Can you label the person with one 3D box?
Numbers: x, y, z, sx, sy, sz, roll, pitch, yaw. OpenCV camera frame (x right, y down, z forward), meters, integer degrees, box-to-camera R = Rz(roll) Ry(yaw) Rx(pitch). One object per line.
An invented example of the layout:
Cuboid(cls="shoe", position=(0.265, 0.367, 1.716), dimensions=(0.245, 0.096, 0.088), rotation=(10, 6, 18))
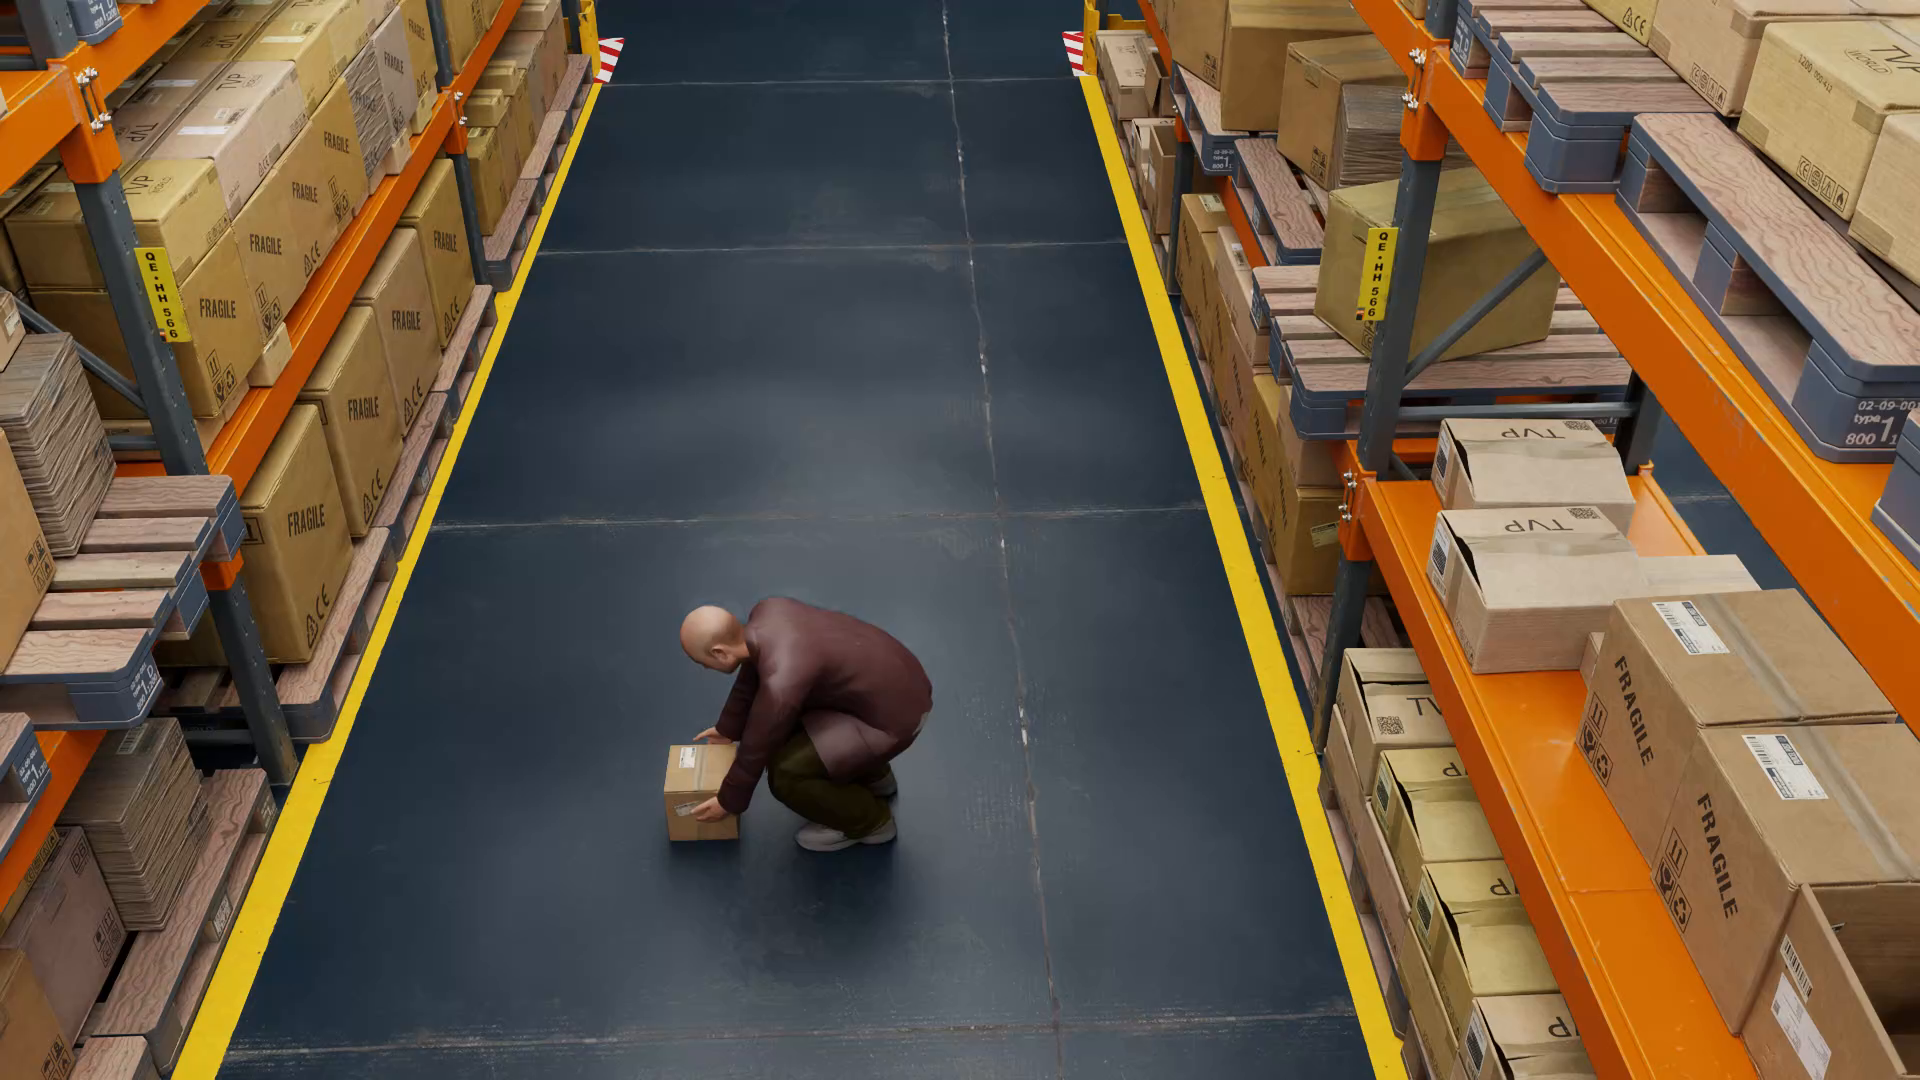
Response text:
Cuboid(cls="person", position=(-0.543, 0.622, 5.924), dimensions=(0.896, 1.024, 0.610), rotation=(-2, 35, -2))
